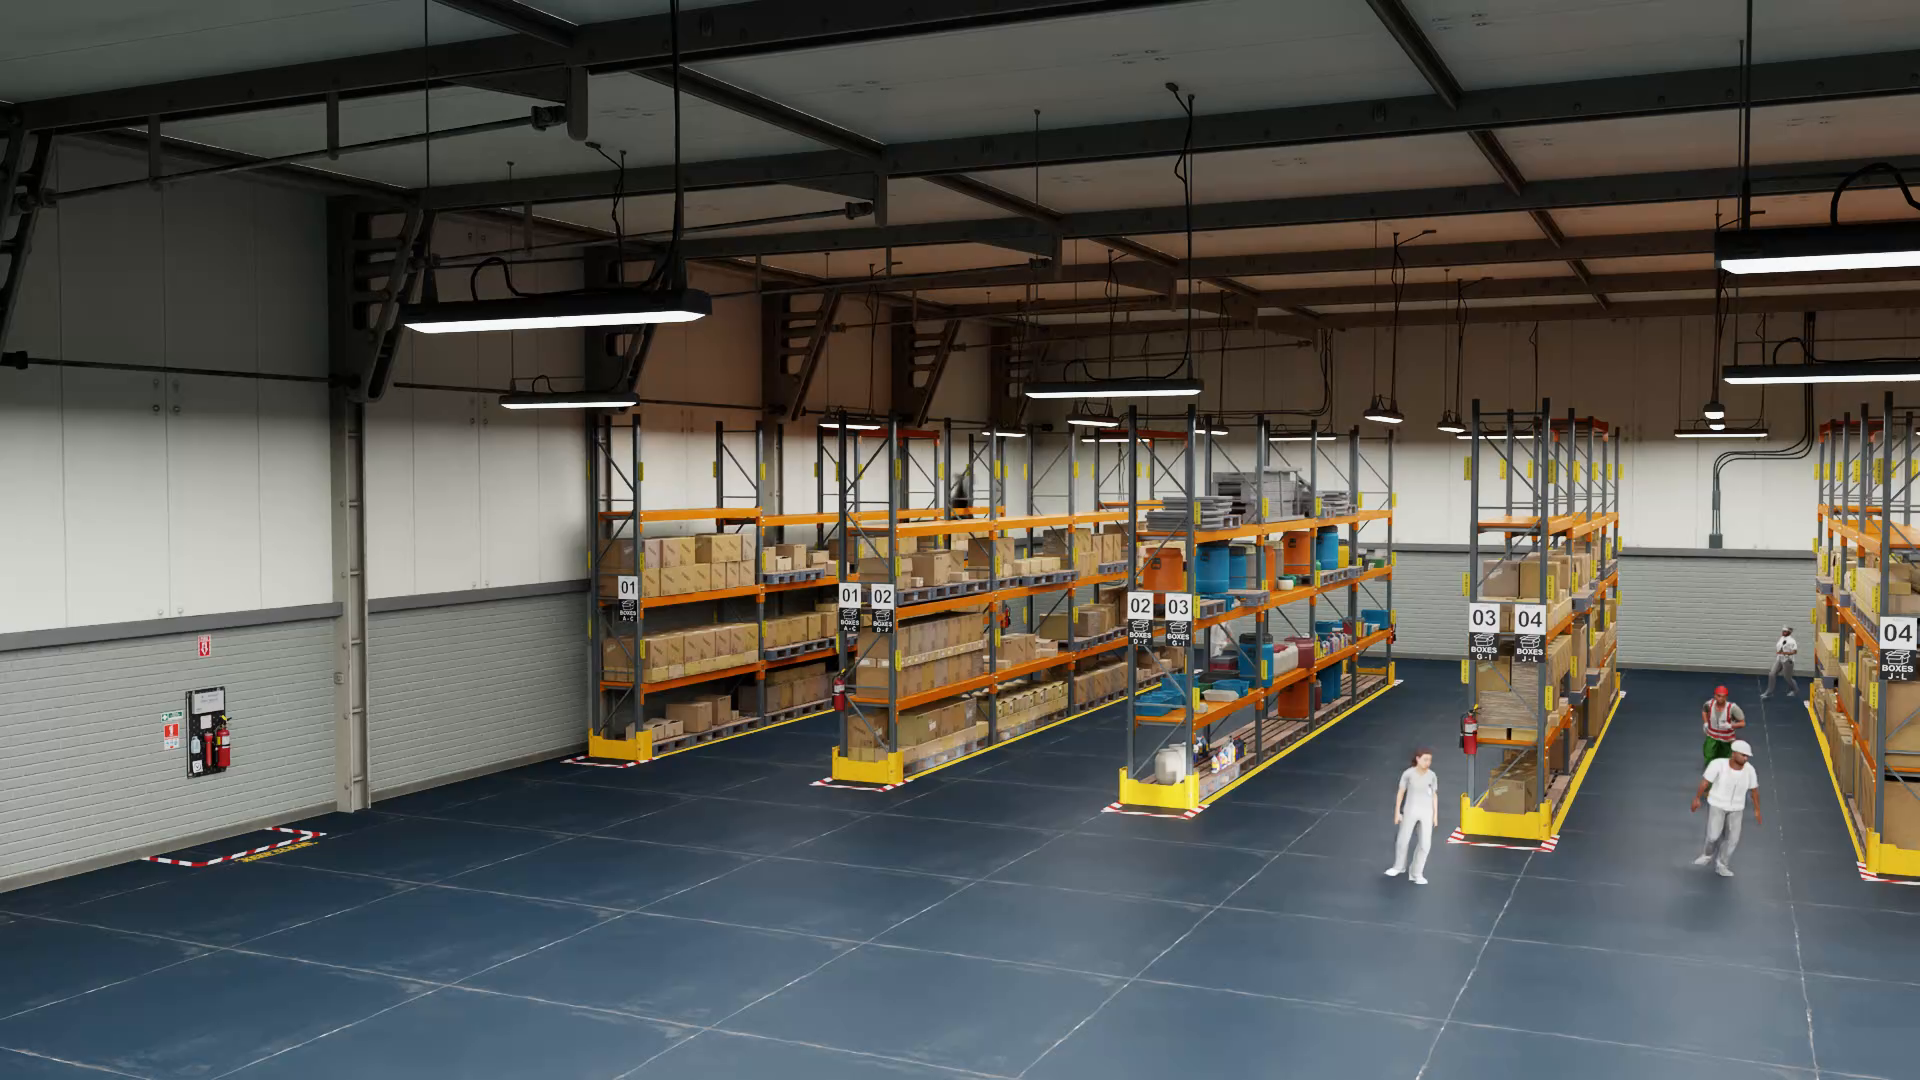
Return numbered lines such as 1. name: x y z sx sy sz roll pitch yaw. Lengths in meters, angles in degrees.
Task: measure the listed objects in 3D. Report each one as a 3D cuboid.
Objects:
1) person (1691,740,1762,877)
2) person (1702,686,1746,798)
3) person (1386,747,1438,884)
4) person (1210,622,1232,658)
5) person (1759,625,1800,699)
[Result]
1. person: 9.457 3.295 20.503 0.732 1.718 0.638 0 2 1
2. person: 11.808 3.088 25.710 0.639 1.729 0.860 1 3 30
3. person: 5.505 3.342 20.257 0.582 1.650 0.471 0 2 -3
4. person: 6.204 2.509 39.905 0.670 1.721 0.579 1 3 24
5. person: 18.133 2.678 36.496 0.812 1.673 0.711 0 2 -10
